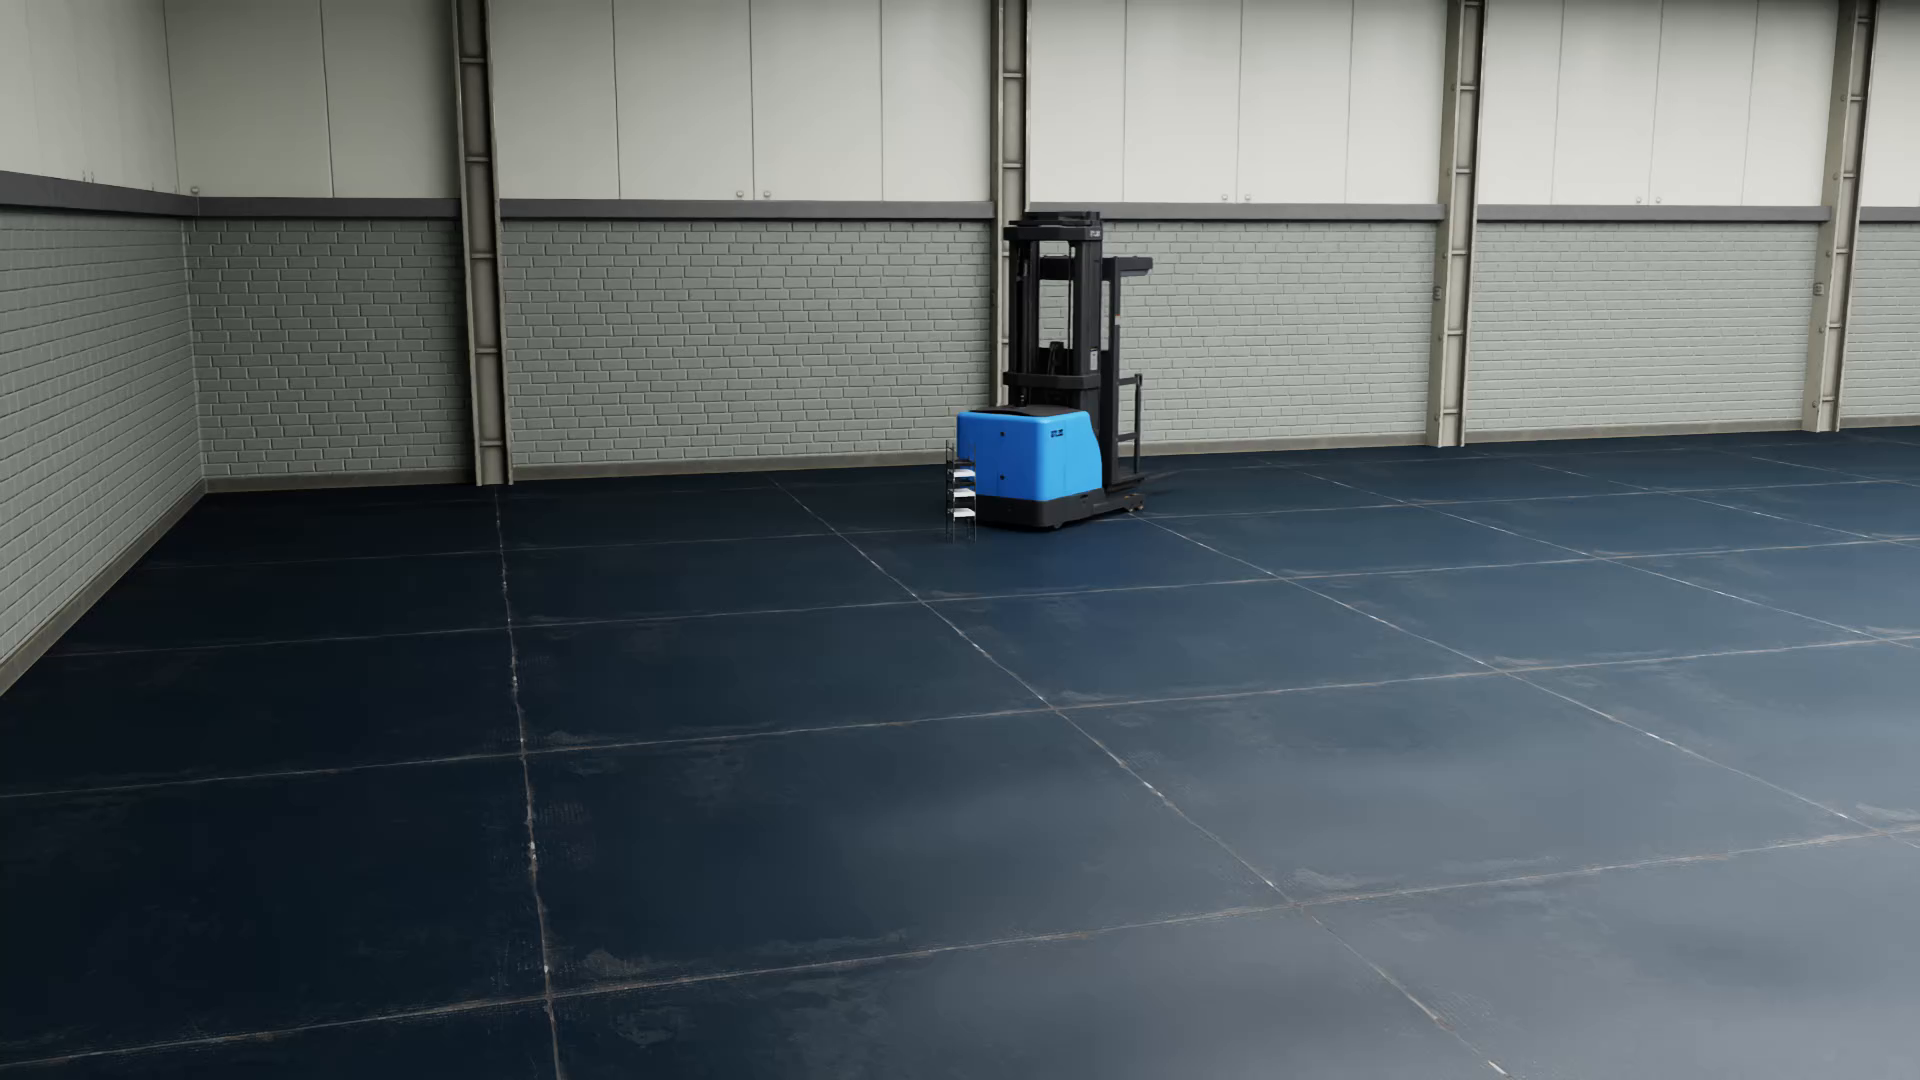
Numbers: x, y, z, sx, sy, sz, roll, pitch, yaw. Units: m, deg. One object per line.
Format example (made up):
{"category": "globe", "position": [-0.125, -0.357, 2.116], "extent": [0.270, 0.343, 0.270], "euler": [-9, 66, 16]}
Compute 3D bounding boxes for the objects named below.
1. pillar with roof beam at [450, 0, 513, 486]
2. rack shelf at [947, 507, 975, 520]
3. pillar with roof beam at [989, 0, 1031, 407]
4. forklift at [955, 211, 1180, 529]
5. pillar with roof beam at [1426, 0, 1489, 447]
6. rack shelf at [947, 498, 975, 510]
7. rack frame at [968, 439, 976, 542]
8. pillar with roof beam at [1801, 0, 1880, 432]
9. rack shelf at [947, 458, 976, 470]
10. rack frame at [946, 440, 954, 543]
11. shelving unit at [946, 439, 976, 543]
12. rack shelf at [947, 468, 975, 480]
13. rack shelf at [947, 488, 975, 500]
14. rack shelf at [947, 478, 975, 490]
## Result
{"category": "pillar with roof beam", "position": [-3.970, -4.309, 13.601], "extent": [0.400, 9.000, 9.100], "euler": [-3, 11, -16]}
{"category": "rack shelf", "position": [0.008, -0.233, 15.006], "extent": [0.200, 0.077, 0.258], "euler": [-3, 11, -16]}
{"category": "pillar with roof beam", "position": [1.791, -4.613, 15.250], "extent": [0.400, 9.000, 9.100], "euler": [-3, 11, -16]}
{"category": "forklift", "position": [1.213, -1.762, 16.524], "extent": [1.130, 2.935, 3.031], "euler": [7, 13, 34]}
{"category": "pillar with roof beam", "position": [7.552, -4.917, 16.899], "extent": [0.400, 9.000, 9.100], "euler": [-3, 11, -16]}
{"category": "rack shelf", "position": [0.008, -0.322, 14.990], "extent": [0.200, 0.077, 0.258], "euler": [-3, 11, -16]}
{"category": "rack frame", "position": [0.105, -0.448, 14.995], "extent": [0.006, 0.900, 0.240], "euler": [-3, 11, -16]}
{"category": "pillar with roof beam", "position": [13.313, -5.220, 18.548], "extent": [0.400, 9.000, 9.100], "euler": [-3, 11, -16]}
{"category": "rack shelf", "position": [0.008, -0.676, 14.924], "extent": [0.200, 0.077, 0.258], "euler": [-3, 11, -16]}
{"category": "rack frame", "position": [-0.090, -0.438, 14.939], "extent": [0.006, 0.900, 0.240], "euler": [-3, 11, -16]}
{"category": "shelving unit", "position": [0.008, -0.443, 14.967], "extent": [0.210, 0.900, 0.258], "euler": [-3, 11, -16]}
{"category": "rack shelf", "position": [0.008, -0.587, 14.941], "extent": [0.200, 0.077, 0.258], "euler": [-3, 11, -16]}
{"category": "rack shelf", "position": [0.008, -0.410, 14.973], "extent": [0.200, 0.077, 0.258], "euler": [-3, 11, -16]}
{"category": "rack shelf", "position": [0.008, -0.499, 14.957], "extent": [0.200, 0.077, 0.258], "euler": [-3, 11, -16]}
